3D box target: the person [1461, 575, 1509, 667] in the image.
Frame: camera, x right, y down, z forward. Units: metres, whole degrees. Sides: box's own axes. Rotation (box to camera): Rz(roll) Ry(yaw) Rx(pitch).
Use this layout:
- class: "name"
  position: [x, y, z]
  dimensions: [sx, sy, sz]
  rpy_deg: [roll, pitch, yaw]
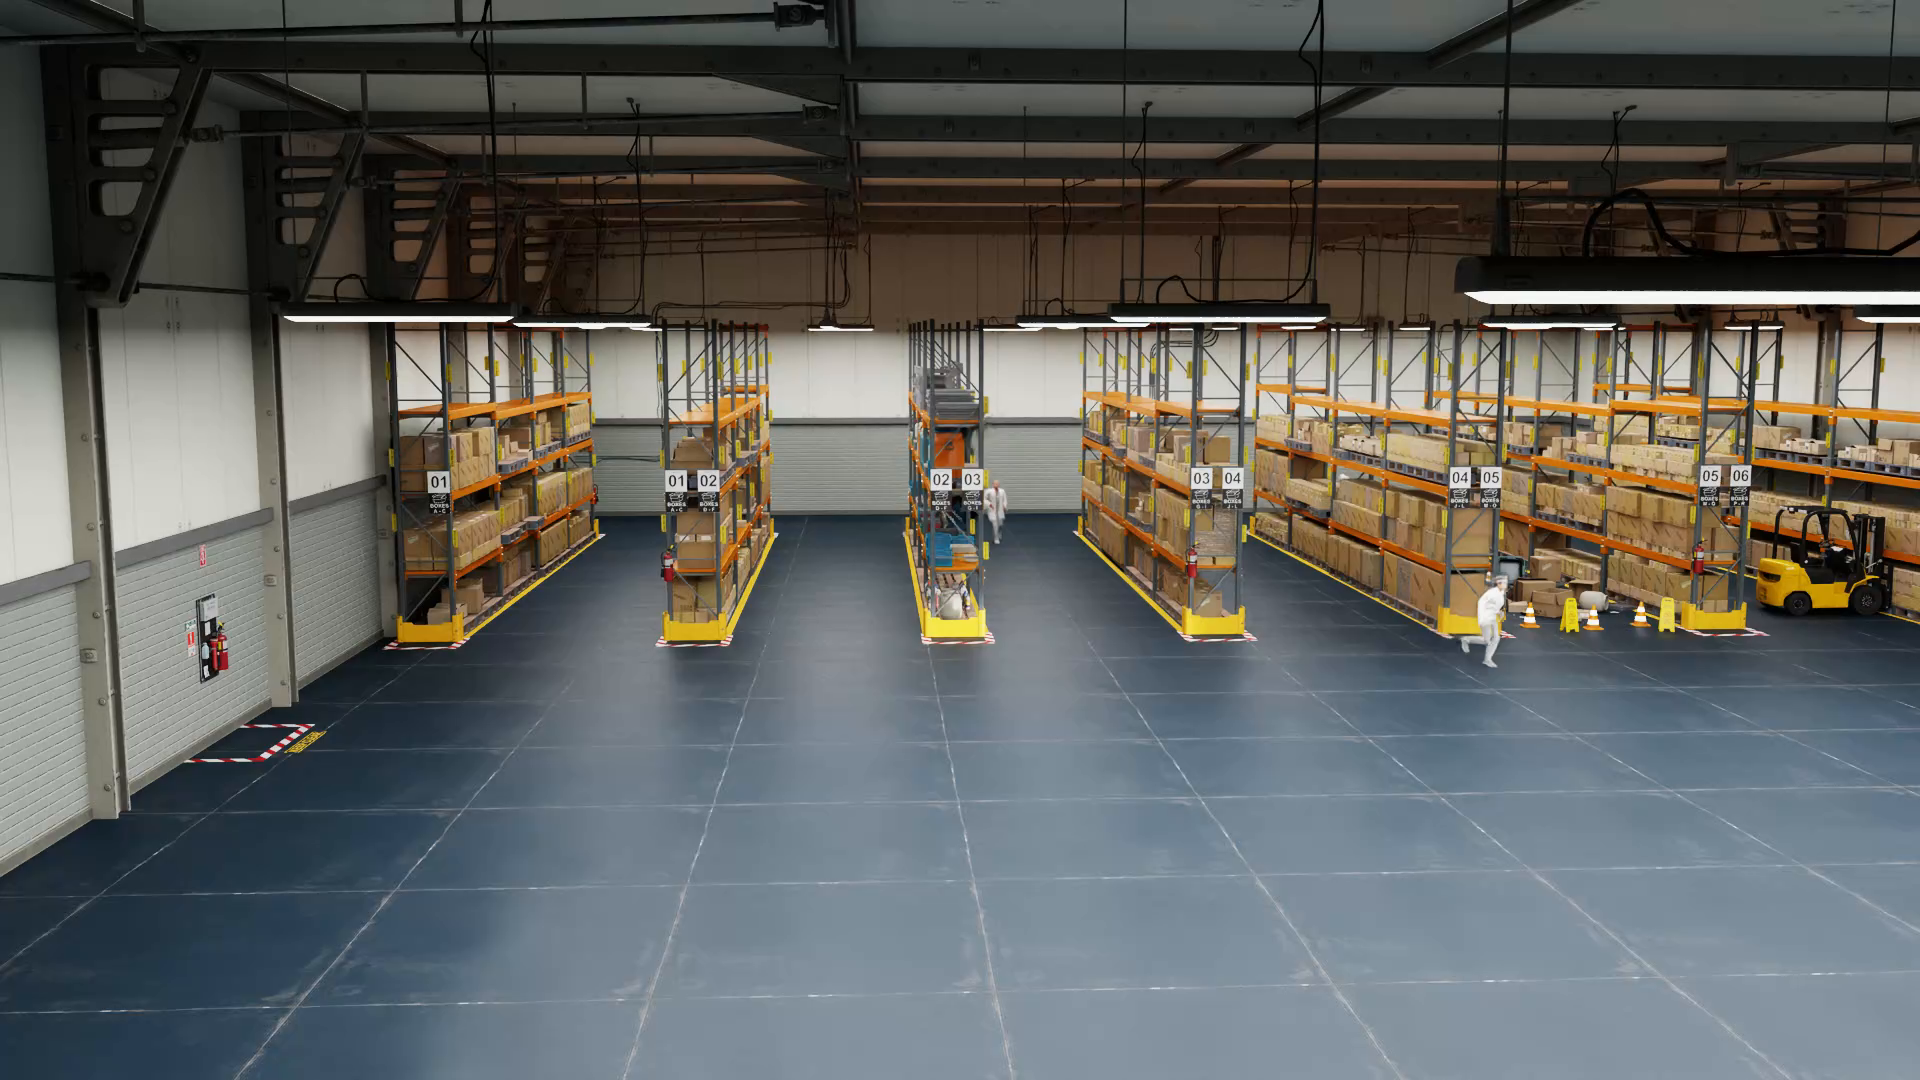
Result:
- class: "person"
  position: [9.125, 1.385, 28.920]
  dimensions: [0.803, 1.627, 0.615]
  rpy_deg: [6, 9, 39]

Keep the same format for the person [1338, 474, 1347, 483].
- class: "person"
  position: [10.756, -0.963, 46.798]
  dimensions: [0.644, 1.783, 0.947]
  rpy_deg: [-1, 7, -8]

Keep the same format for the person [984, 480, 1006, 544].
- class: "person"
  position: [0.973, -0.777, 45.688]
  dimensions: [0.699, 1.747, 0.678]
  rpy_deg: [-2, 7, -14]
